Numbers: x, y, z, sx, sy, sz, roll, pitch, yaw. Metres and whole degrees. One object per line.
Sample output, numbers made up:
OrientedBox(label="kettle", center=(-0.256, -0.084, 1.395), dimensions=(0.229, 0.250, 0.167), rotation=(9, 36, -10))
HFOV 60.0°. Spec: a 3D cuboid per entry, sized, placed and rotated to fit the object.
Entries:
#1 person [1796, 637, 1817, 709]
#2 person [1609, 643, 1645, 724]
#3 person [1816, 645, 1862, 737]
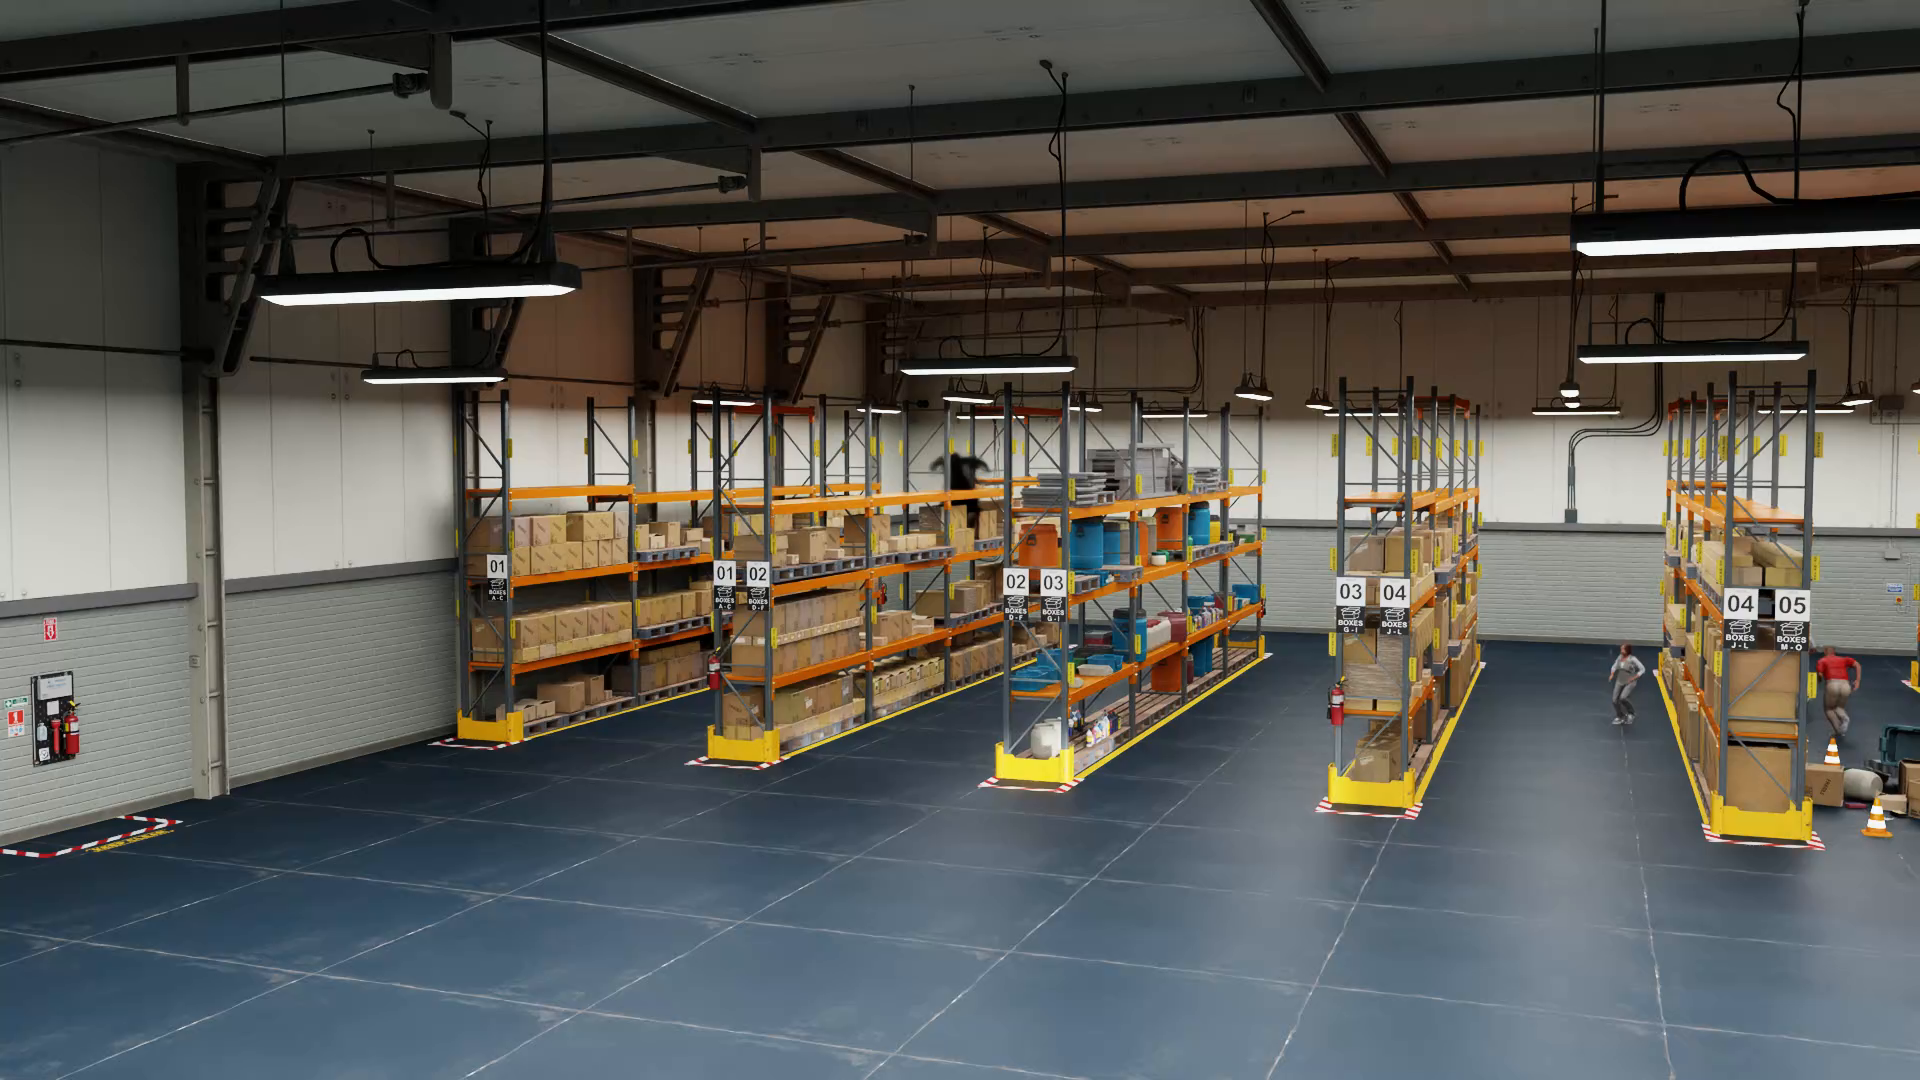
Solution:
OrientedBox(label="person", center=(16.009, 2.392, 31.751), dimensions=(0.684, 1.731, 0.791), rotation=(1, 3, 12))
OrientedBox(label="person", center=(12.005, 2.606, 29.959), dimensions=(0.572, 1.510, 0.630), rotation=(-3, 4, -39))
OrientedBox(label="person", center=(15.327, 2.638, 29.027), dimensions=(0.696, 1.545, 0.835), rotation=(0, 3, 7))
